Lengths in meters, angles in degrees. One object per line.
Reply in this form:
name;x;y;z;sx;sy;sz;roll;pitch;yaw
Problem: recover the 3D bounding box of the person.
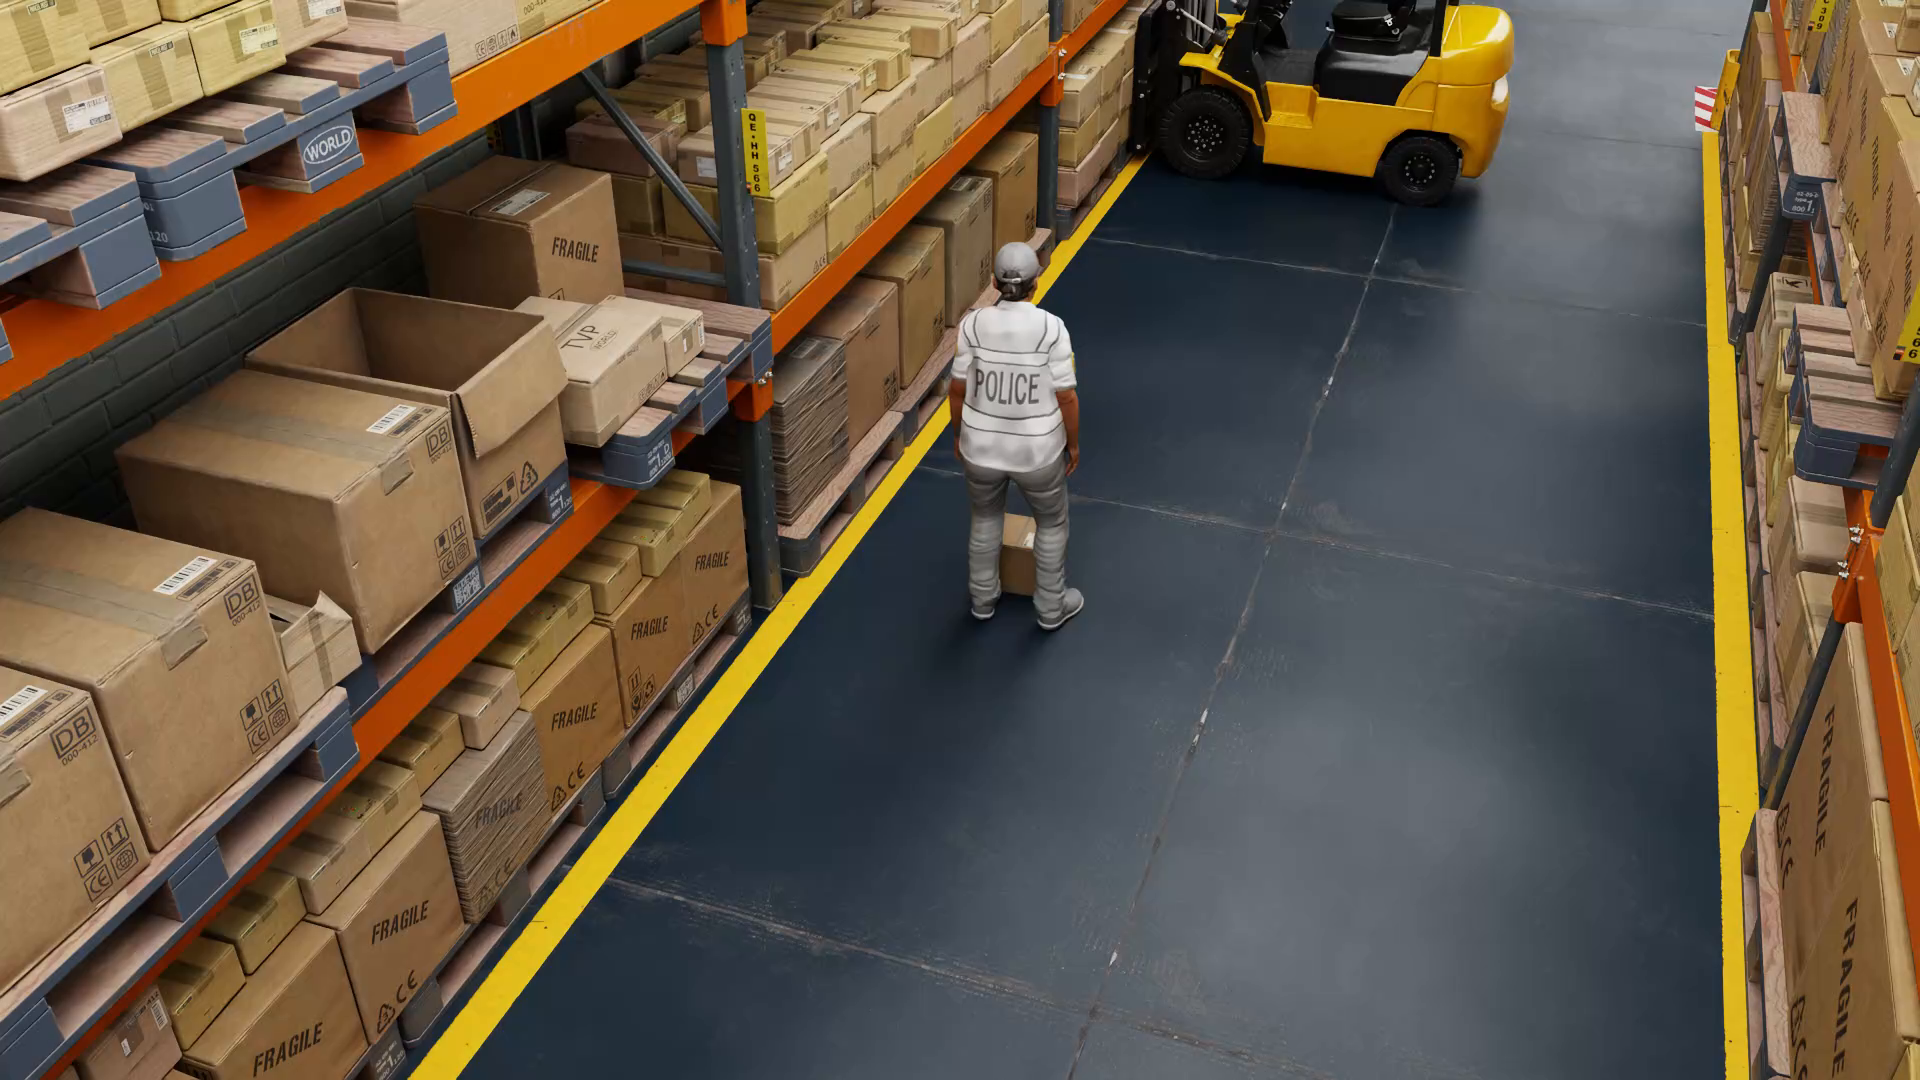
person;0.240;-0.395;6.734;0.560;1.665;0.468;8;34;12
